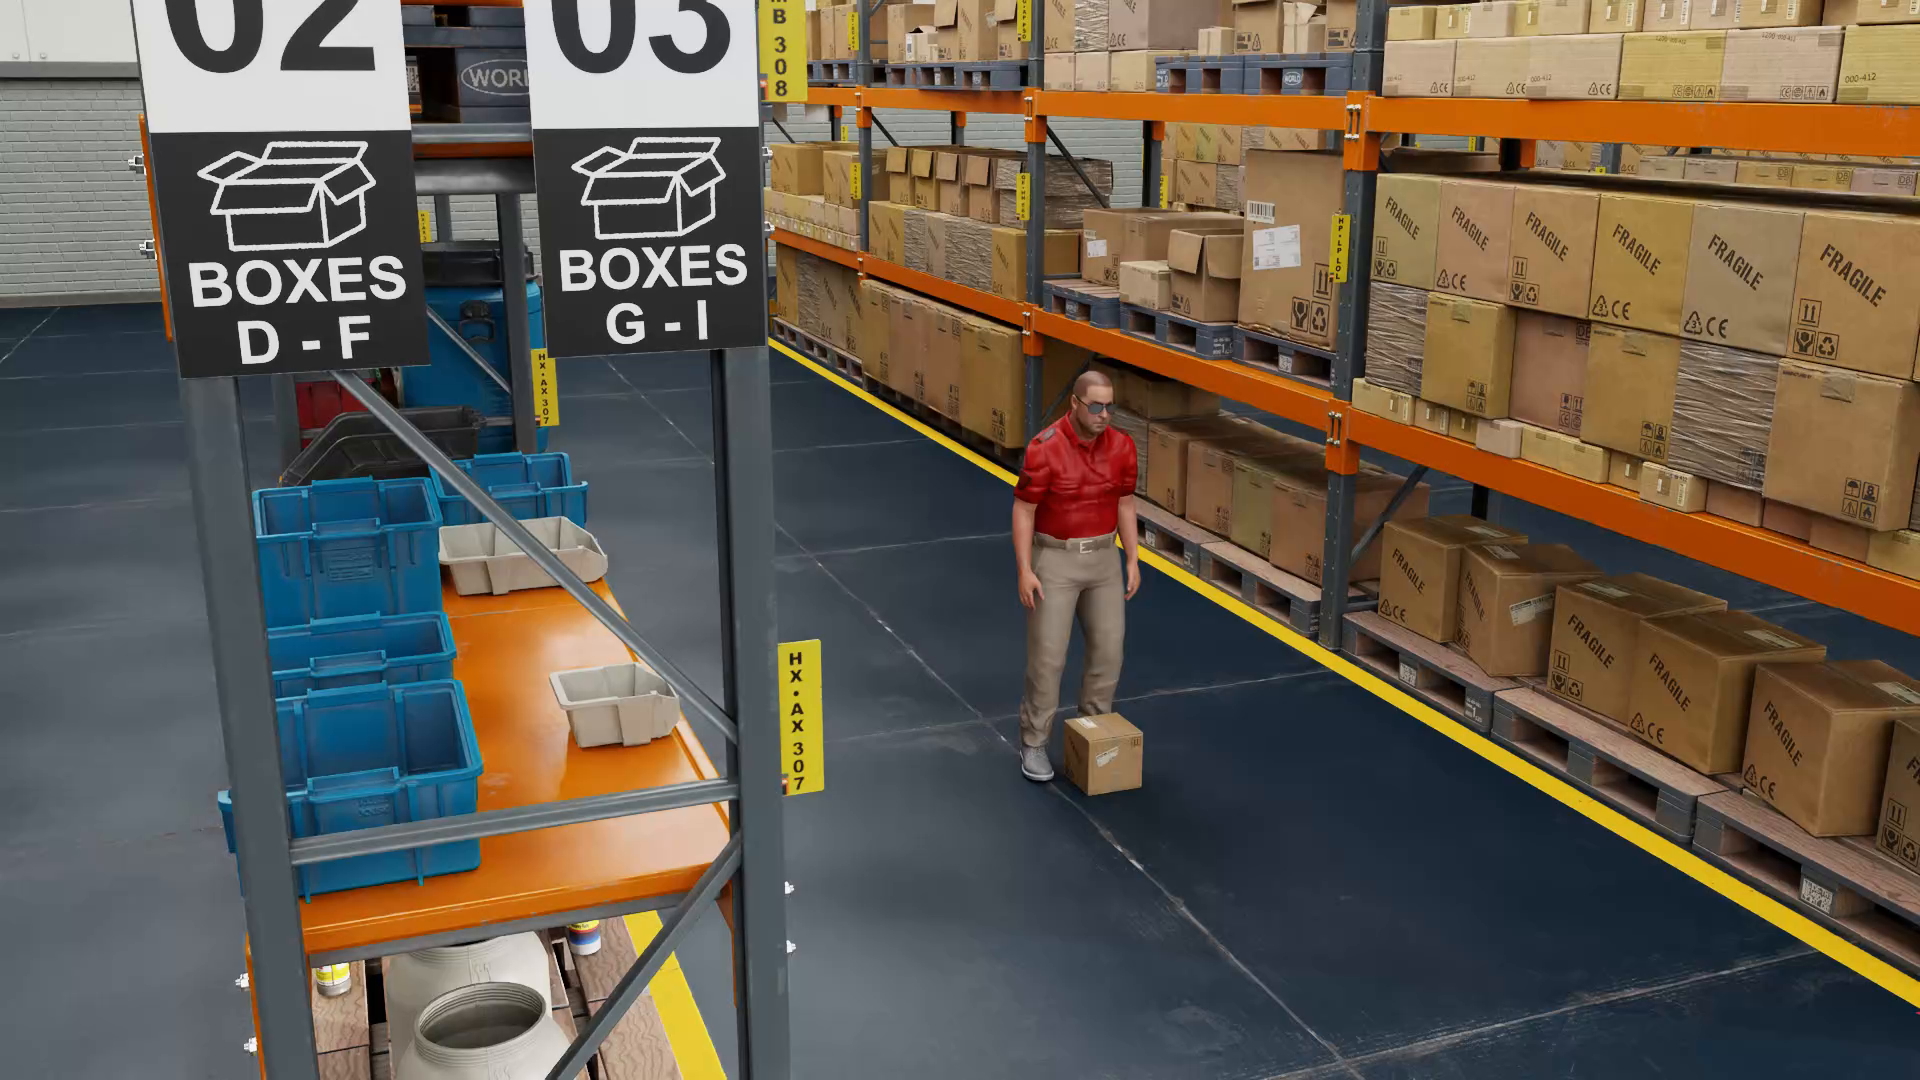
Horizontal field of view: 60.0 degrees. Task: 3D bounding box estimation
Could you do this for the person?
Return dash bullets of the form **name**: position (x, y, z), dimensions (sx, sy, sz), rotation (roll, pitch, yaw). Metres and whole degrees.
- **person**: position (0.503, 0.130, 7.081), dimensions (0.588, 1.726, 0.390), rotation (-7, 17, -22)
